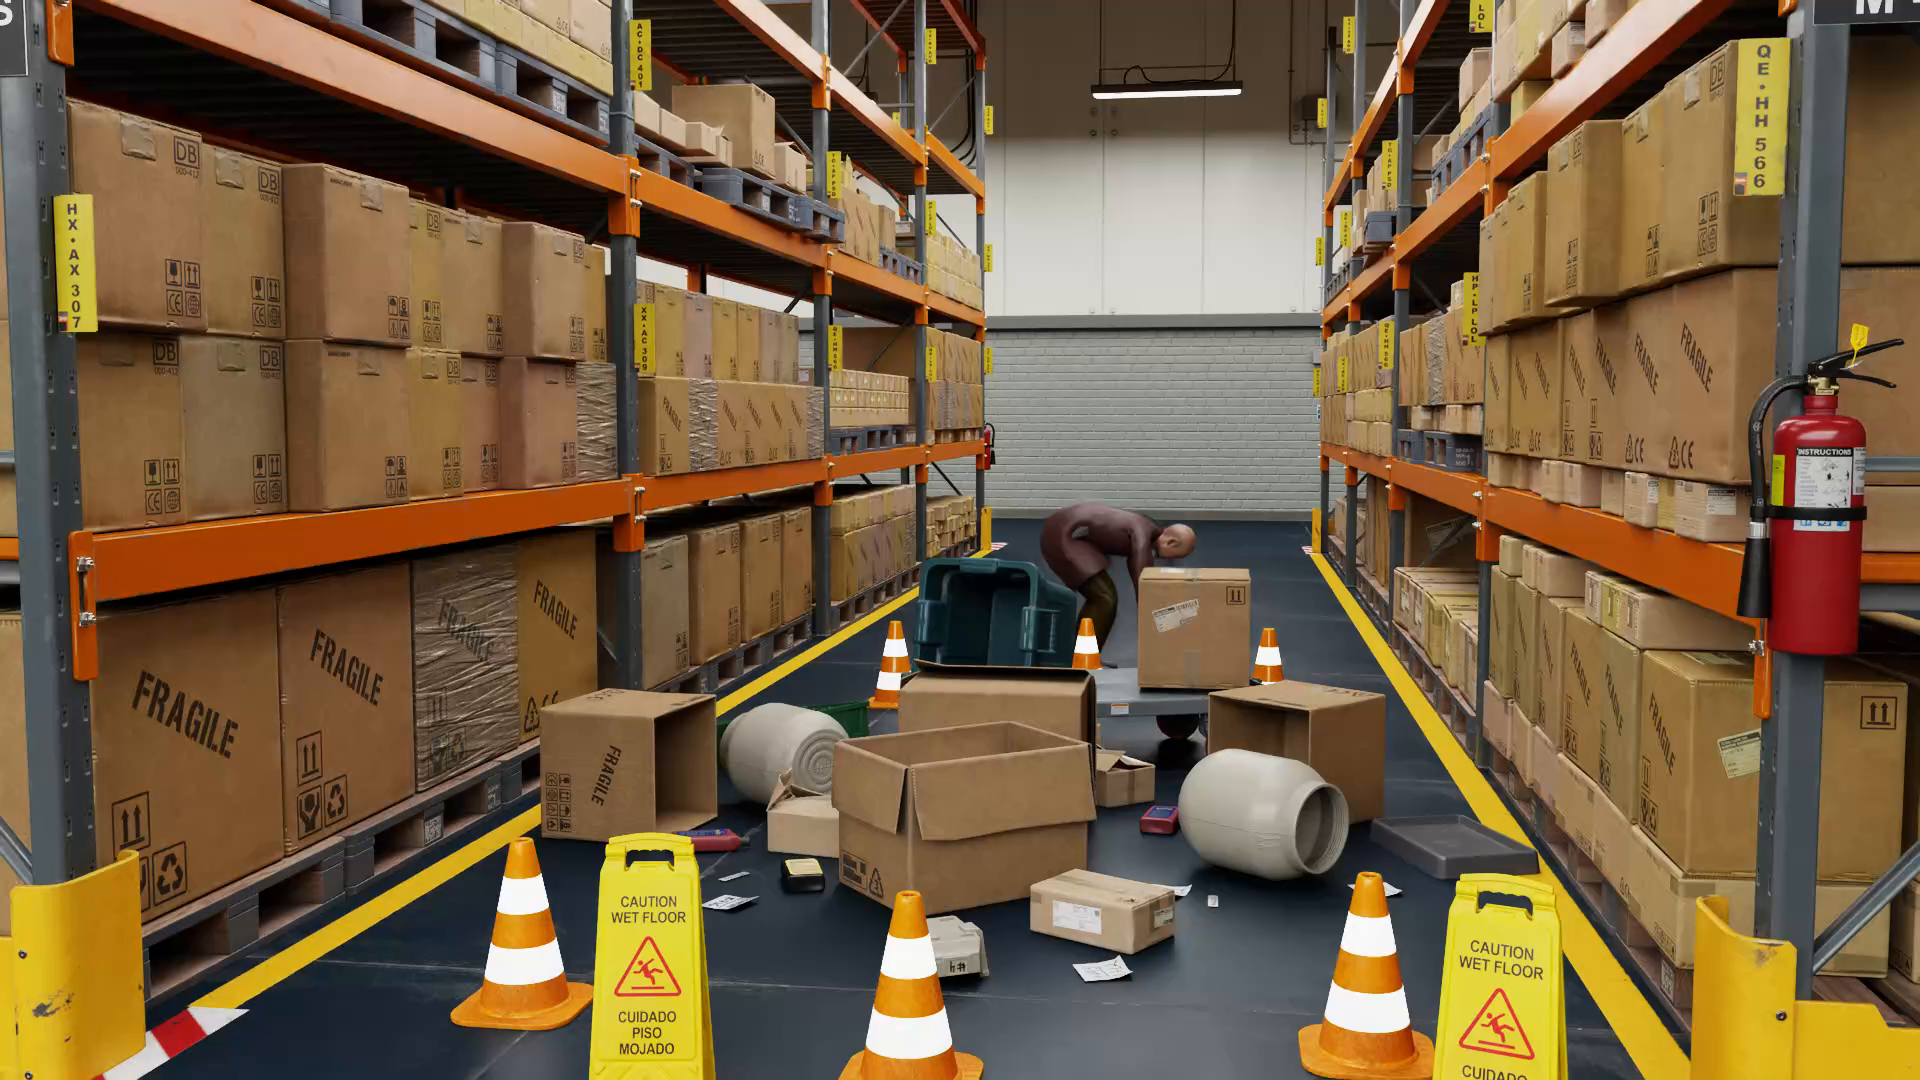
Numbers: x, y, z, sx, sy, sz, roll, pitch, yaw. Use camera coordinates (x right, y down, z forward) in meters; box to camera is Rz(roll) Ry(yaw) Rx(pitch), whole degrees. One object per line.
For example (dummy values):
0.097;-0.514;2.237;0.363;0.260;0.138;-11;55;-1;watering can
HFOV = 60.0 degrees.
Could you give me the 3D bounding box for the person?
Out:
0.957;0.306;10.153;0.949;1.078;0.577;0;4;6;person
